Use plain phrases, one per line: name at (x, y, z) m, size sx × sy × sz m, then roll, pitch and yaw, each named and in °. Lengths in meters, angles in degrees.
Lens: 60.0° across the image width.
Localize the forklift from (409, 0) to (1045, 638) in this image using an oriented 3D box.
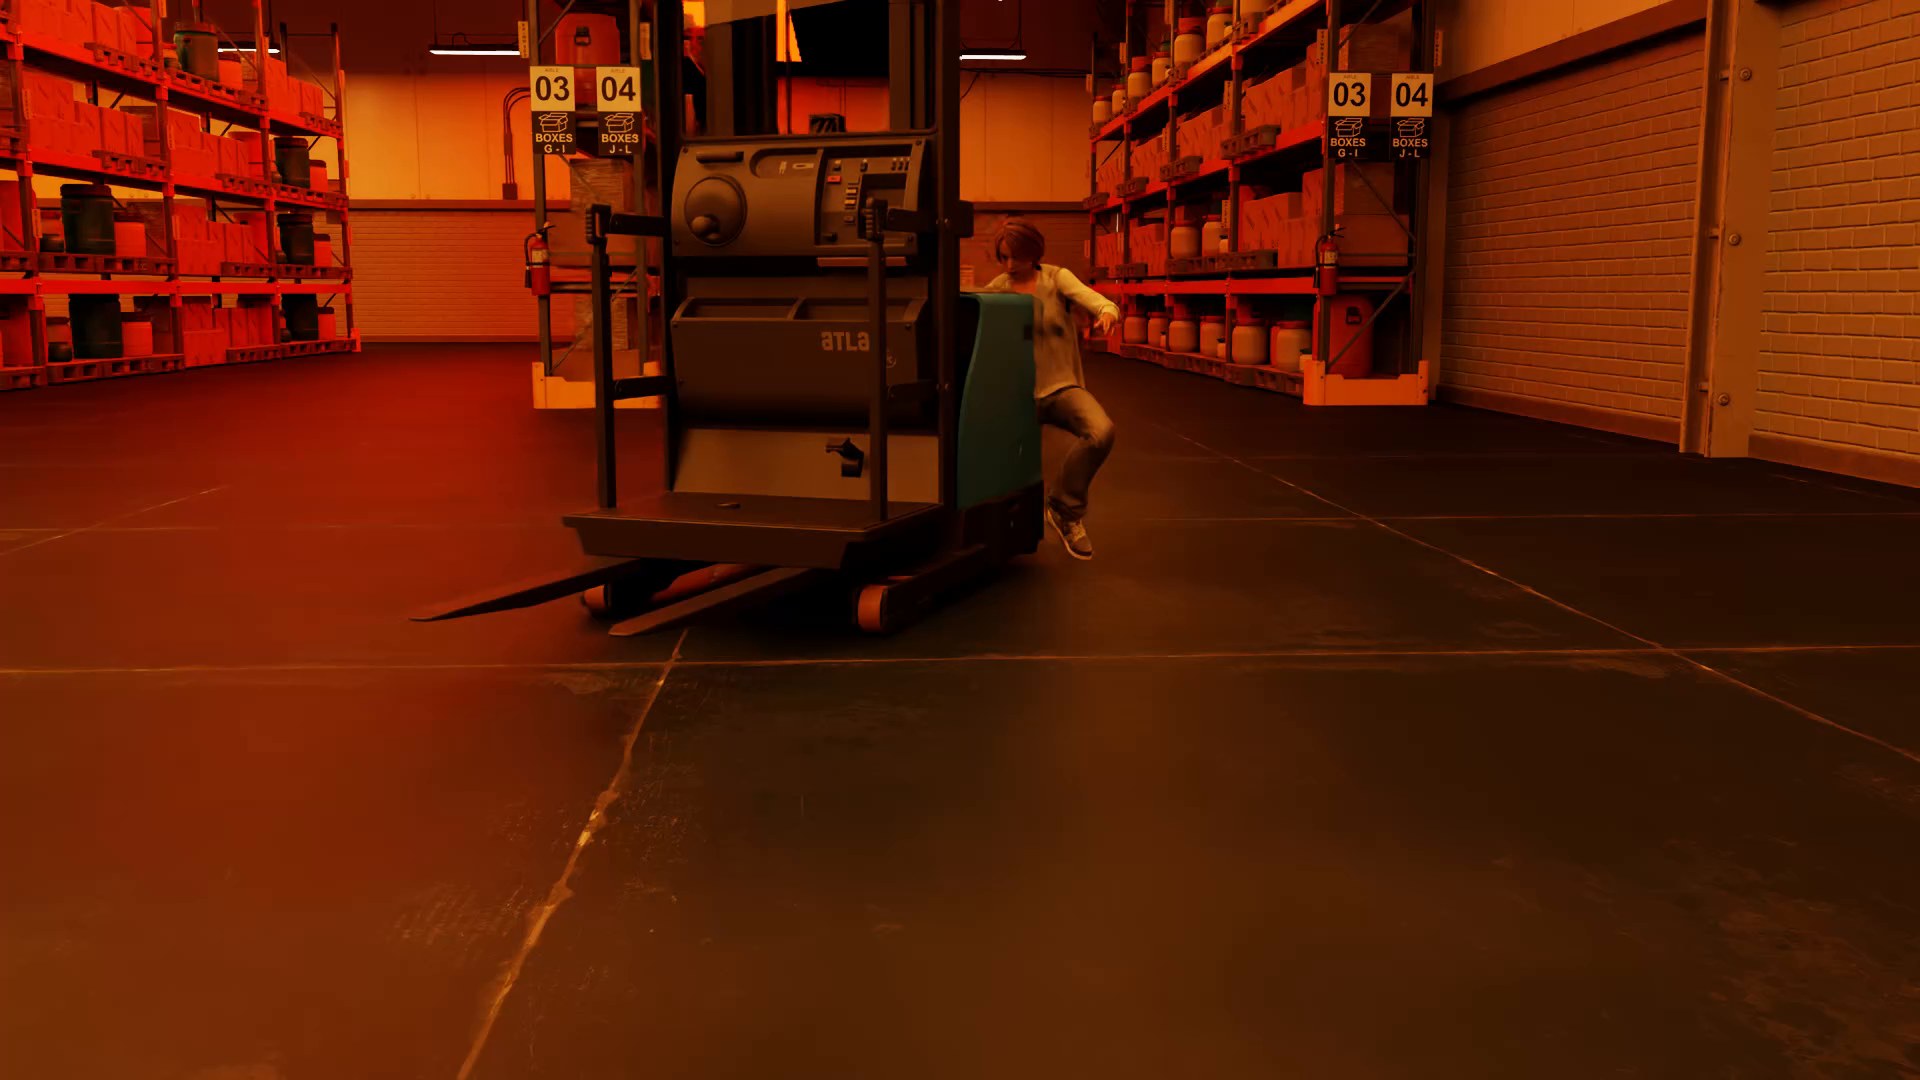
forklift at (-0.632, -1.215, 5.515) m, size 1.130 × 2.935 × 3.031 m, roll 3°, pitch 9°, yaw 20°

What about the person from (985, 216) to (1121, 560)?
person at (0.234, -0.599, 6.608) m, size 0.846 × 1.364 × 0.689 m, roll 3°, pitch 9°, yaw 17°
